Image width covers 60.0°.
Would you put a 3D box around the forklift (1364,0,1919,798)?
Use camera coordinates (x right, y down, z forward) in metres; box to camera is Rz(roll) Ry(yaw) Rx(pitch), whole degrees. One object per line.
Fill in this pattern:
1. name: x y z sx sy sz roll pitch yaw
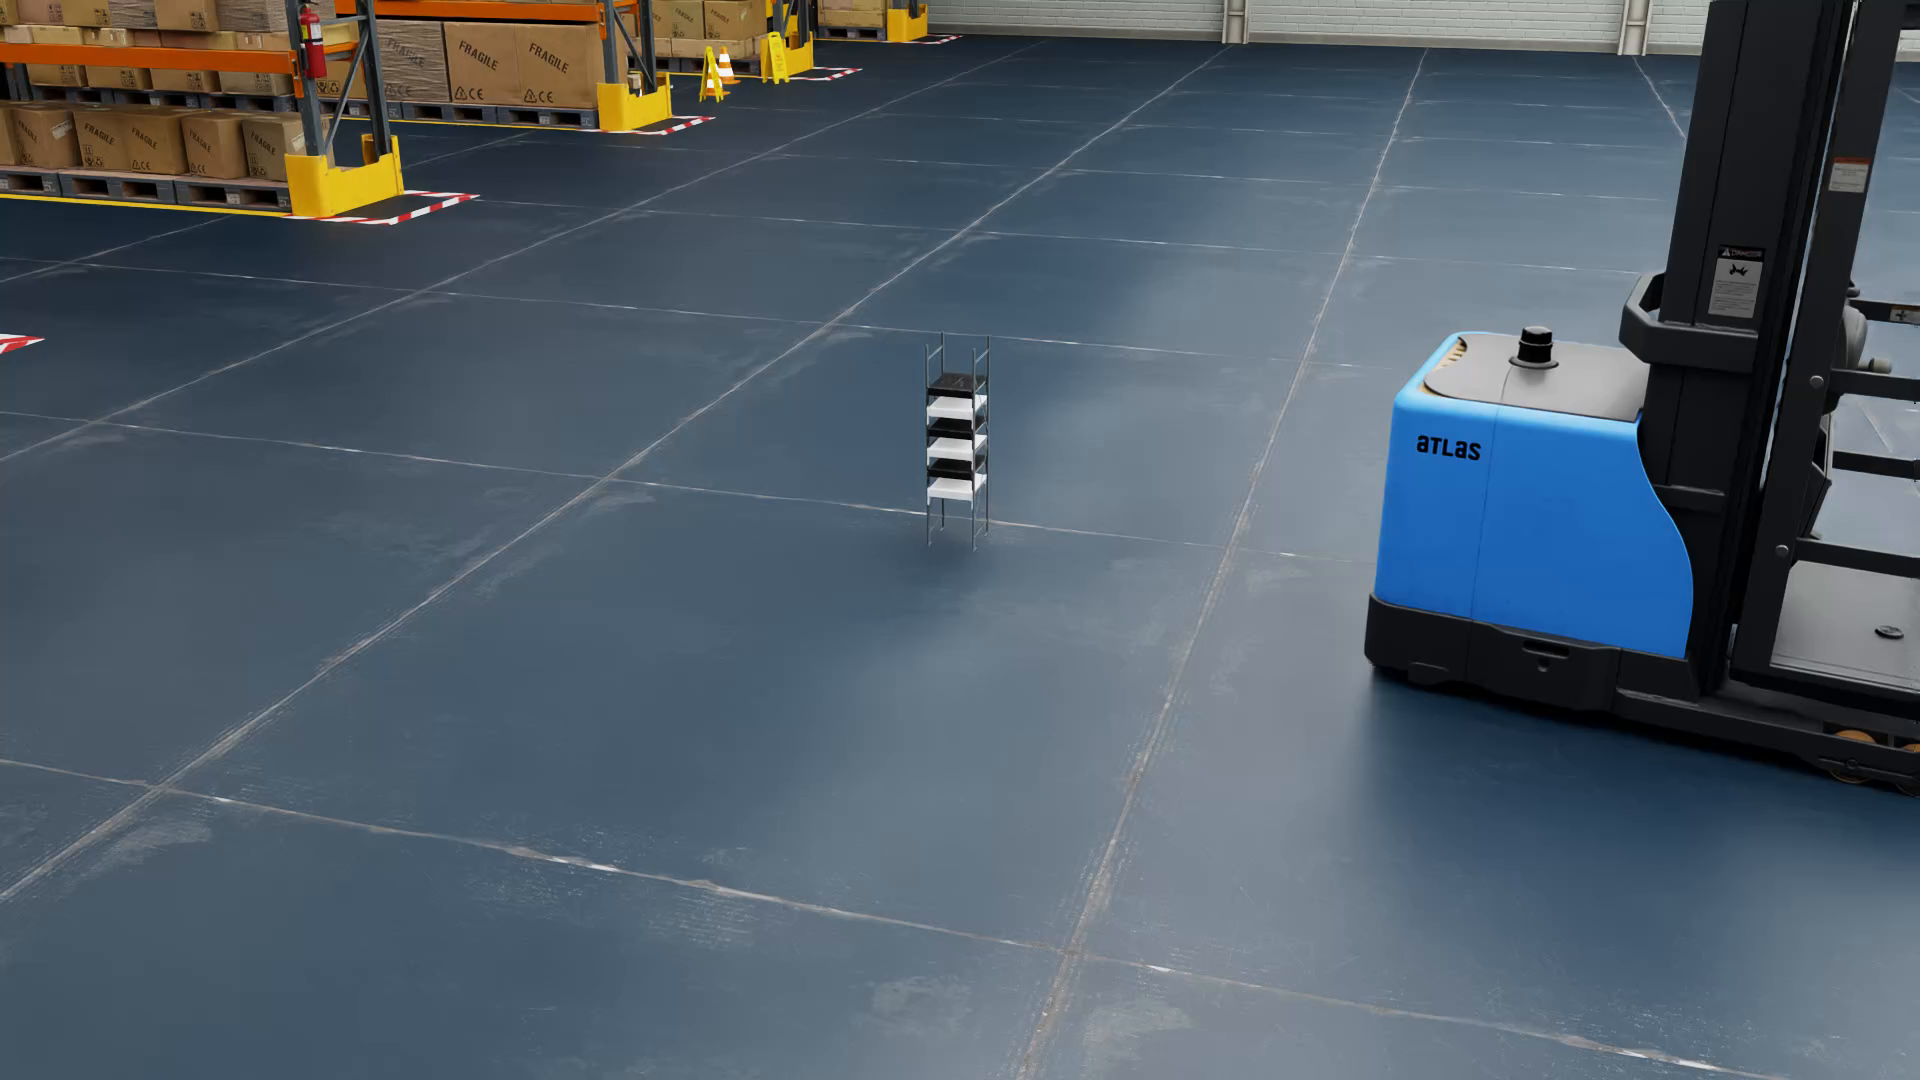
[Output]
1. forklift: 3.025 -0.769 5.283 3.031 2.935 1.130 11 25 25

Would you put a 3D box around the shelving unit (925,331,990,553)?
1. shelving unit: -0.008 -0.417 7.101 0.210 0.900 0.258 7 23 16

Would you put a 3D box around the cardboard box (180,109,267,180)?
1. cardboard box: -6.357 -3.442 14.450 0.500 0.500 0.500 13 26 29

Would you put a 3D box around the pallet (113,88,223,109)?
1. pallet: -9.414 -5.407 20.172 1.213 0.211 1.003 7 23 16

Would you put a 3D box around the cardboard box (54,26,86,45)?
1. cardboard box: -7.453 -4.307 14.148 0.250 0.149 0.380 7 23 16

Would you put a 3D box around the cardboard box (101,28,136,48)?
1. cardboard box: -6.981 -4.243 13.993 0.250 0.149 0.380 7 23 16

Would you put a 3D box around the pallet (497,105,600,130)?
1. pallet: -4.441 -4.837 18.784 1.213 0.211 1.003 7 23 15

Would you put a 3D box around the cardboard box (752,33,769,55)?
1. cardboard box: -3.012 -6.989 23.425 0.500 0.250 0.500 6 23 15

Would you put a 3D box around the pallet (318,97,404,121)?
1. pallet: -6.777 -5.105 19.436 1.213 0.211 1.003 7 23 15

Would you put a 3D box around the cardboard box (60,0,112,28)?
1. cardboard box: -7.156 -4.672 14.183 0.500 0.500 0.875 7 23 16

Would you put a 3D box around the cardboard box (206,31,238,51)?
1. cardboard box: -6.008 -4.153 13.774 0.250 0.149 0.380 7 23 16

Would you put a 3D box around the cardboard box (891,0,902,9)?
1. cardboard box: -1.279 -8.962 27.576 0.500 0.250 0.500 7 23 16

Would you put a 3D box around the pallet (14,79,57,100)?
1. pallet: -12.059 -5.741 20.988 1.213 0.211 1.003 7 23 16

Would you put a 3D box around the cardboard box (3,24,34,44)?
1. cardboard box: -7.940 -4.351 14.255 0.250 0.149 0.380 7 23 16

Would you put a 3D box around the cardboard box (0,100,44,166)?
1. cardboard box: -8.640 -3.695 15.065 0.500 0.500 0.500 6 23 14

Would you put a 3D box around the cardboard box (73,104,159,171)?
1. cardboard box: -7.473 -3.595 14.823 0.500 0.500 0.500 4 23 11

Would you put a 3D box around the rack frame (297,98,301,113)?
1. rack frame: -7.482 -6.506 19.179 0.127 3.000 1.000 7 23 16

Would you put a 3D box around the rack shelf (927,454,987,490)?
1. rack shelf: -0.008 -0.303 7.148 0.200 0.077 0.258 7 23 15

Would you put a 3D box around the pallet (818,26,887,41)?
1. pallet: -1.633 -8.460 27.616 1.213 0.211 1.003 7 23 16

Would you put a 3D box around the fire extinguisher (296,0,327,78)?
1. fire extinguisher: -5.206 -4.061 13.320 0.183 0.674 0.296 7 23 16

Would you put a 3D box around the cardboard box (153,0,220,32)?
1. cardboard box: -6.214 -4.542 13.867 0.500 0.500 0.875 7 23 16

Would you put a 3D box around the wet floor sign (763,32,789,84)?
1. wet floor sign: -2.447 -6.379 21.970 0.232 0.644 0.267 16 27 34

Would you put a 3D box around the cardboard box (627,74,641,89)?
1. cardboard box: -4.157 -5.968 21.624 0.380 0.149 0.250 -20 29 -39

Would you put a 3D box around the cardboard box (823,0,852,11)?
1. cardboard box: -1.923 -8.833 27.263 0.500 0.250 0.500 6 23 15

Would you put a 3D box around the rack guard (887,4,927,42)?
1. rack guard: -0.866 -8.522 27.387 0.348 0.500 1.175 7 23 16

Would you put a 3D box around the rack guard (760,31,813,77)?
1. rack guard: -2.392 -6.729 23.017 0.348 0.500 1.175 7 23 16

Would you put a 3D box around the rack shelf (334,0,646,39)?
1. rack shelf: -5.567 -5.954 18.781 4.000 0.370 1.077 7 23 16

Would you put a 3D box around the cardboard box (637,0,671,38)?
1. cardboard box: -4.144 -7.254 23.082 0.500 0.500 0.500 6 23 14

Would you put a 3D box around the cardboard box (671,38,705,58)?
1. cardboard box: -3.665 -6.850 23.087 0.500 0.250 0.500 7 23 16

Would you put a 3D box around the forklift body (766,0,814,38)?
1. forklift body: -3.232 -8.834 25.971 1.214 2.155 2.313 7 23 16

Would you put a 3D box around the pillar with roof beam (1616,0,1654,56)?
1. pillar with roof beam: 8.949 -9.981 19.745 0.400 9.000 9.100 7 23 16

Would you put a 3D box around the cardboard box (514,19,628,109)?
1. cardboard box: -4.321 -5.330 18.557 0.875 0.875 0.875 7 23 16

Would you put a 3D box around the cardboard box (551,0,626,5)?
1. cardboard box: -4.021 -6.162 18.141 0.550 0.550 0.875 7 23 16

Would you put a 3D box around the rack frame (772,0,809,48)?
1. rack frame: -2.319 -7.877 22.522 0.127 3.000 1.000 7 23 16

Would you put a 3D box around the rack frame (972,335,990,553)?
1. rack frame: 0.090 -0.406 7.074 0.006 0.900 0.240 7 23 16

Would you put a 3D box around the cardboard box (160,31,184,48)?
1. cardboard box: -6.470 -4.229 13.958 0.250 0.149 0.380 7 23 16

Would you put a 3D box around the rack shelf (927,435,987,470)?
1. rack shelf: -0.008 -0.386 7.114 0.200 0.077 0.258 7 23 15

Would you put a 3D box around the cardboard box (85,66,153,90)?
1. cardboard box: -9.917 -5.904 20.123 0.750 0.750 1.050 7 23 16

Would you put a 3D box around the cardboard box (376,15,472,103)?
1. cardboard box: -6.036 -5.526 19.035 0.875 0.875 0.875 7 23 16

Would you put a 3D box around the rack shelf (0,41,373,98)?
1. rack shelf: -7.097 -4.163 14.415 4.000 0.370 1.077 7 23 16

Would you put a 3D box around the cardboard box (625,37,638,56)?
1. cardboard box: -4.639 -6.964 23.364 0.500 0.250 0.500 6 23 15

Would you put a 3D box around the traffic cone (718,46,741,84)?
1. traffic cone: -3.104 -6.282 21.976 0.334 0.463 0.336 7 23 16

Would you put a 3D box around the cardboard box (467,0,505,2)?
1. cardboard box: -5.054 -6.321 18.530 0.550 0.550 0.875 7 23 16

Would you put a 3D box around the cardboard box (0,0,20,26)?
1. cardboard box: -8.130 -4.760 14.398 0.500 0.500 0.875 7 23 16

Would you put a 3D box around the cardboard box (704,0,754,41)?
1. cardboard box: -3.162 -7.140 22.805 0.500 0.500 0.500 7 23 16

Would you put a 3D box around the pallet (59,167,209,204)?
1. pallet: -7.187 -3.231 14.870 1.213 0.211 1.003 7 23 16

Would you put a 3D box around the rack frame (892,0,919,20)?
1. rack frame: -0.889 -9.681 26.919 0.127 3.000 1.000 7 23 16

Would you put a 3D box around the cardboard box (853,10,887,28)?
1. cardboard box: -1.430 -8.540 27.207 0.500 0.250 0.500 7 23 16

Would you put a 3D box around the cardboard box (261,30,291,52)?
1. cardboard box: -5.515 -4.117 13.685 0.250 0.149 0.380 7 23 16

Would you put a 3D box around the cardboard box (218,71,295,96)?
1. cardboard box: -8.102 -5.695 19.613 0.750 0.750 1.050 6 23 15

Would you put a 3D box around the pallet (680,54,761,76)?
1. pallet: -3.160 -6.698 23.320 1.213 0.211 1.003 7 23 16

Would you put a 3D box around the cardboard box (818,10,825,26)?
1. cardboard box: -2.380 -8.656 27.490 0.500 0.250 0.500 7 23 16

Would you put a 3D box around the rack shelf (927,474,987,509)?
1. rack shelf: -0.008 -0.220 7.182 0.200 0.077 0.258 7 23 15
